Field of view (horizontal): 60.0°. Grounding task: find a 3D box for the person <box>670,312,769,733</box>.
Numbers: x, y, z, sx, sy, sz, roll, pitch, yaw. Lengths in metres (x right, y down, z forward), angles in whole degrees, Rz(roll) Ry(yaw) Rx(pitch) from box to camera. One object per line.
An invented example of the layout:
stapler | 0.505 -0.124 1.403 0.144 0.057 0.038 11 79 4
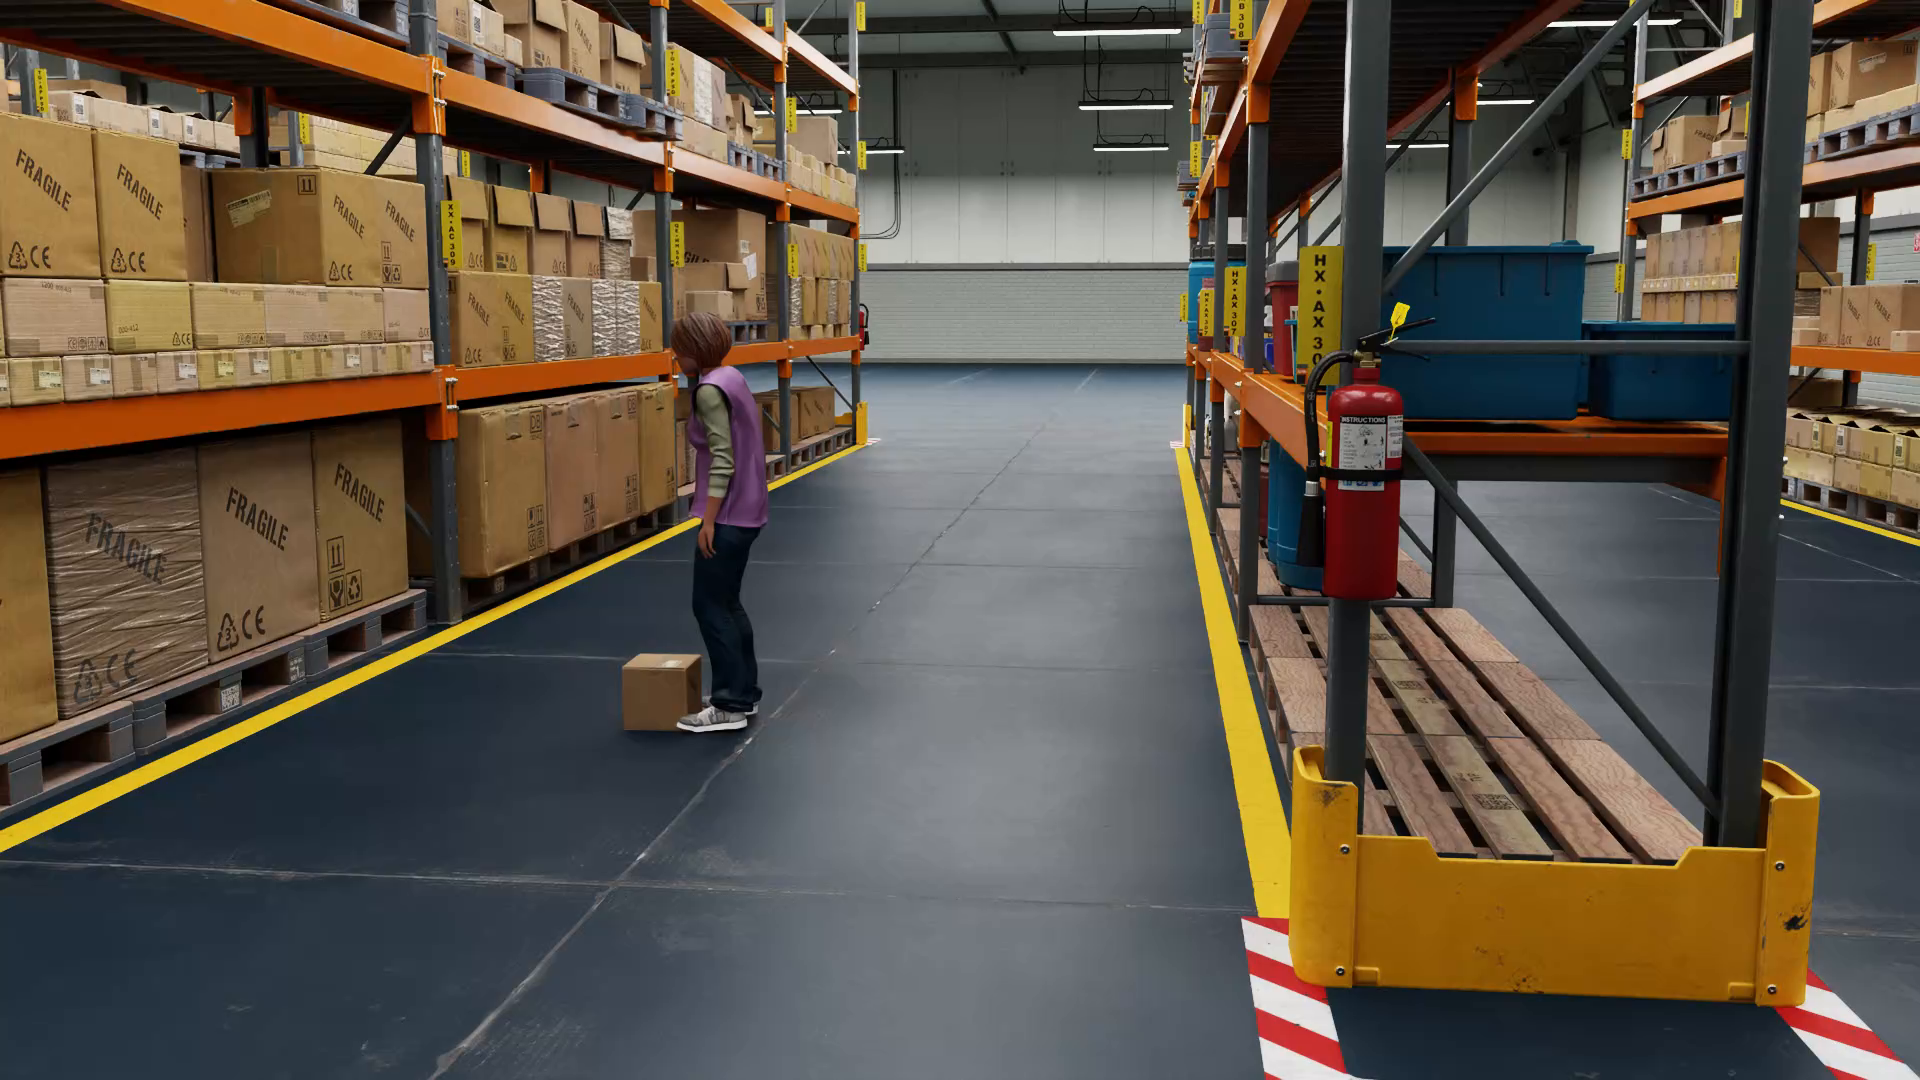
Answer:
person | -0.909 -0.065 6.363 0.348 1.580 0.470 0 8 4
